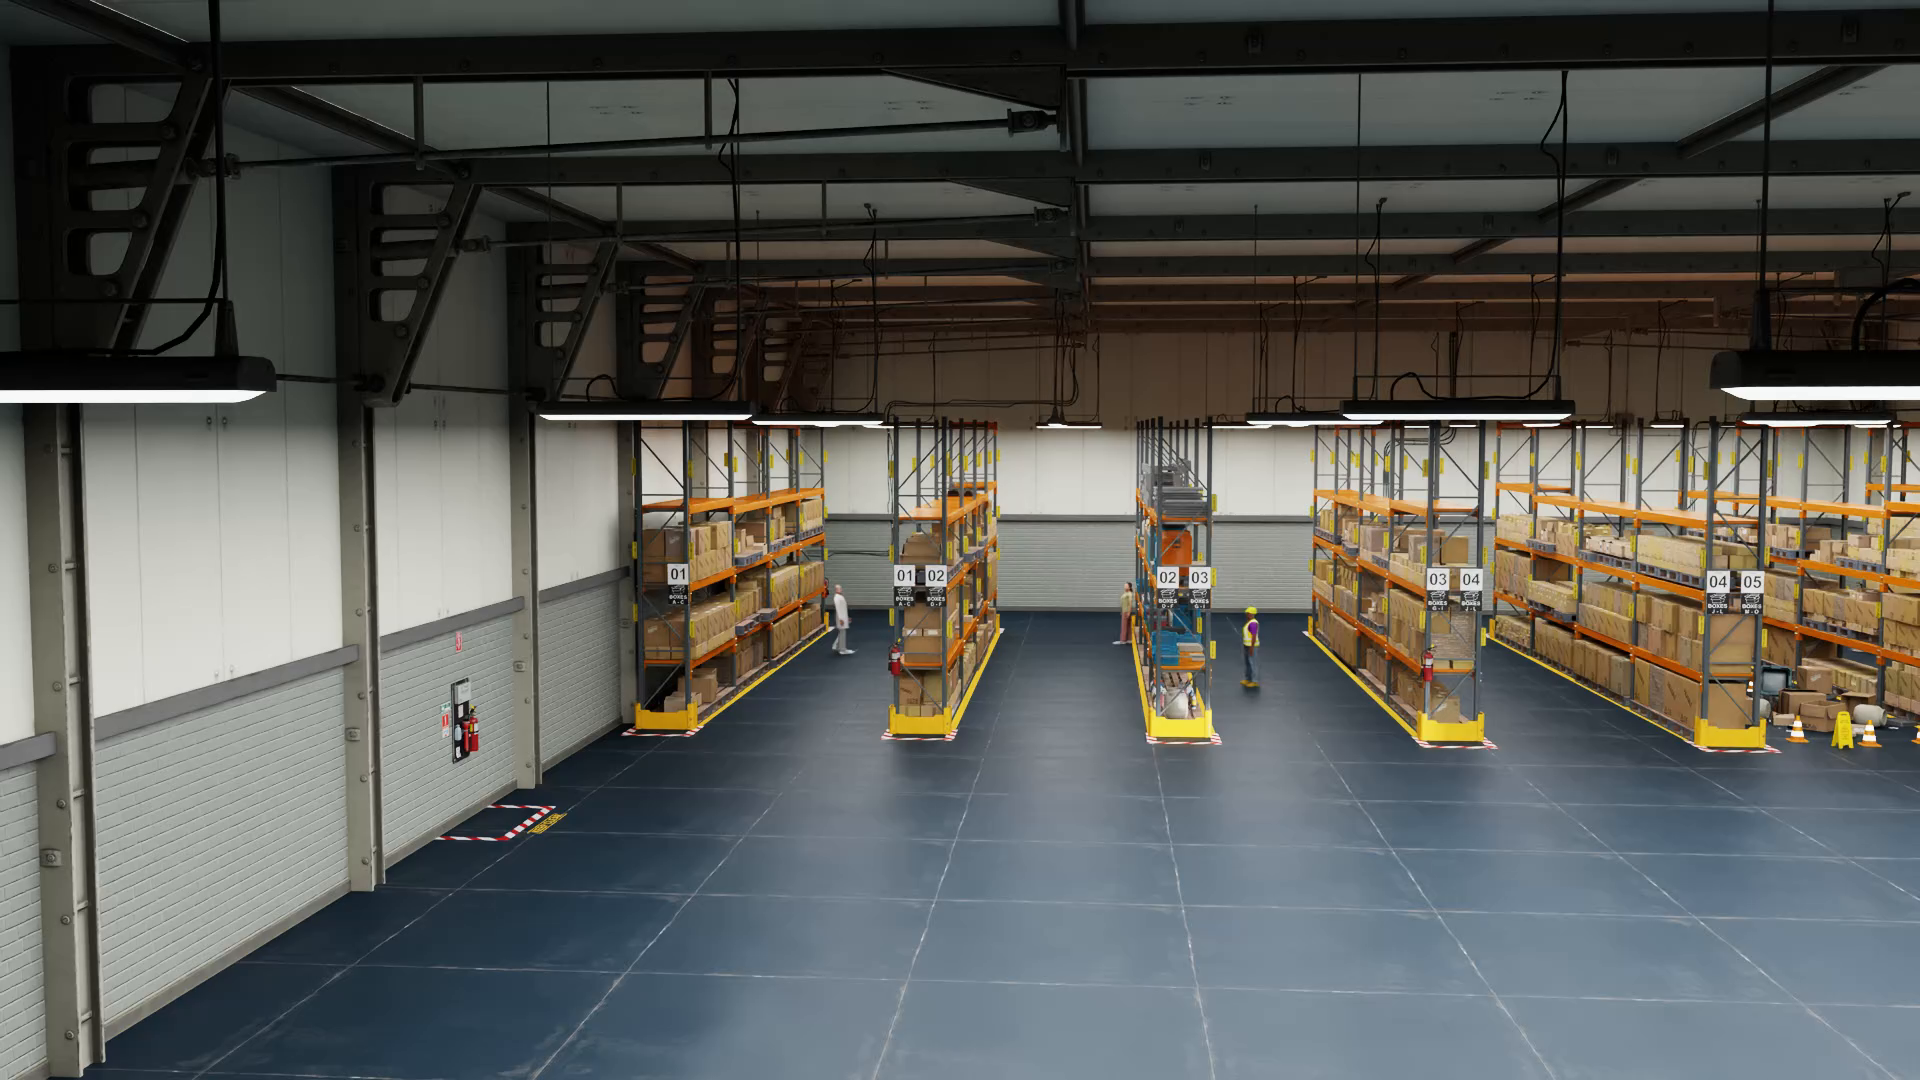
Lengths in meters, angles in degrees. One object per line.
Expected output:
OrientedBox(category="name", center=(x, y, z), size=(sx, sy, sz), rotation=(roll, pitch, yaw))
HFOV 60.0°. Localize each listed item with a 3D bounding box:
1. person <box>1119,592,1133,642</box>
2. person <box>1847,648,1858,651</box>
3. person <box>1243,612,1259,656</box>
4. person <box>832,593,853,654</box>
OrientedBox(category="person", center=(4.475, 2.062, 44.855), size=(0.354, 1.344, 0.493), rotation=(0, 4, 4))
OrientedBox(category="person", center=(23.357, 2.106, 43.412), size=(0.337, 1.605, 0.451), rotation=(3, 5, 42))
OrientedBox(category="person", center=(6.029, 1.953, 38.950), size=(0.564, 1.035, 3.940), rotation=(-1, 4, -15))
OrientedBox(category="person", center=(-3.021, 2.149, 42.756), size=(0.532, 1.555, 0.609), rotation=(-1, 4, -11))
